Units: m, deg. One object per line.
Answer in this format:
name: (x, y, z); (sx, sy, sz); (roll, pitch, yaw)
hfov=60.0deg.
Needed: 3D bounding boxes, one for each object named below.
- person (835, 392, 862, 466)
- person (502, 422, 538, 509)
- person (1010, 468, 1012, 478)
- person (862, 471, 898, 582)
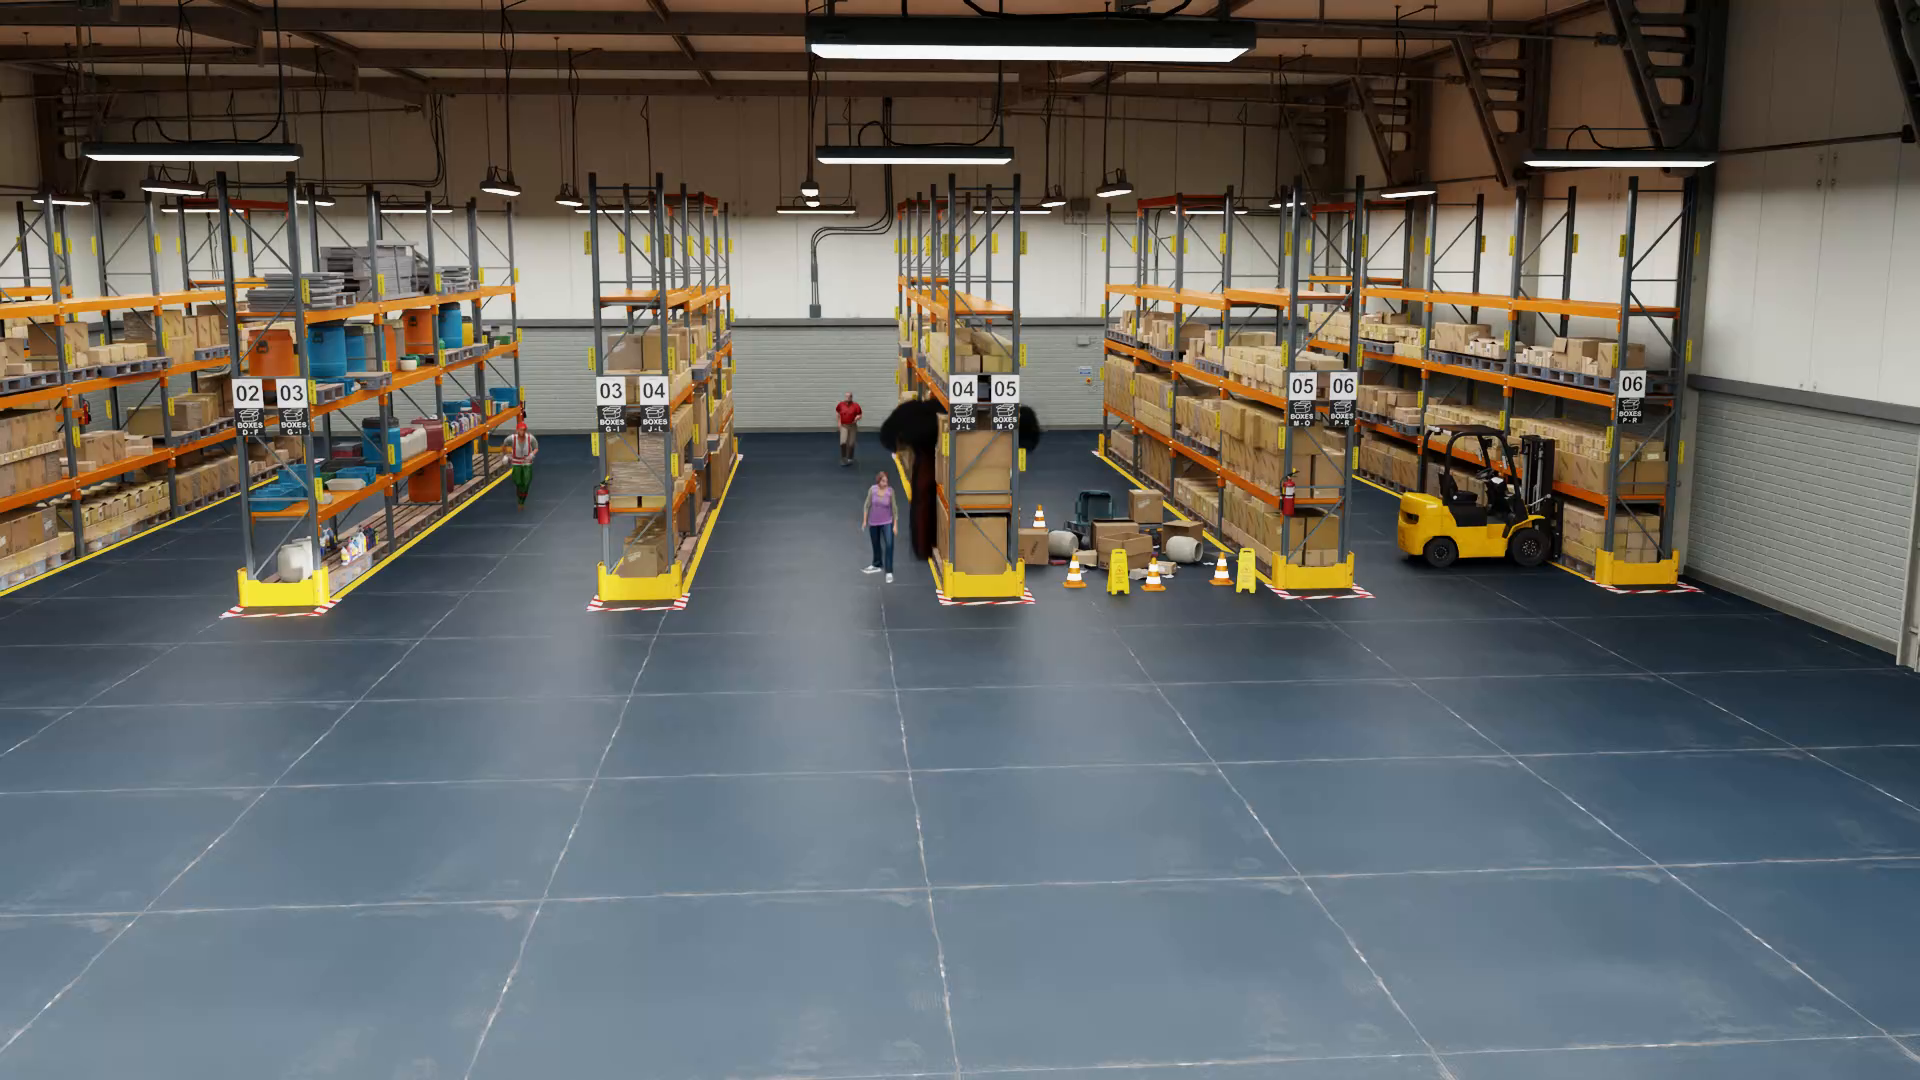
person: (-2.562, -2.545, 38.294); (0.630, 1.735, 0.772); (0, 10, -1)
person: (-8.436, -1.432, 31.979); (0.661, 1.705, 0.743); (-4, 11, -21)
person: (1.004, -2.013, 35.907); (0.569, 1.435, 0.924); (3, 10, 16)
person: (-1.153, -0.223, 23.831); (0.558, 1.582, 0.605); (2, 10, 8)
